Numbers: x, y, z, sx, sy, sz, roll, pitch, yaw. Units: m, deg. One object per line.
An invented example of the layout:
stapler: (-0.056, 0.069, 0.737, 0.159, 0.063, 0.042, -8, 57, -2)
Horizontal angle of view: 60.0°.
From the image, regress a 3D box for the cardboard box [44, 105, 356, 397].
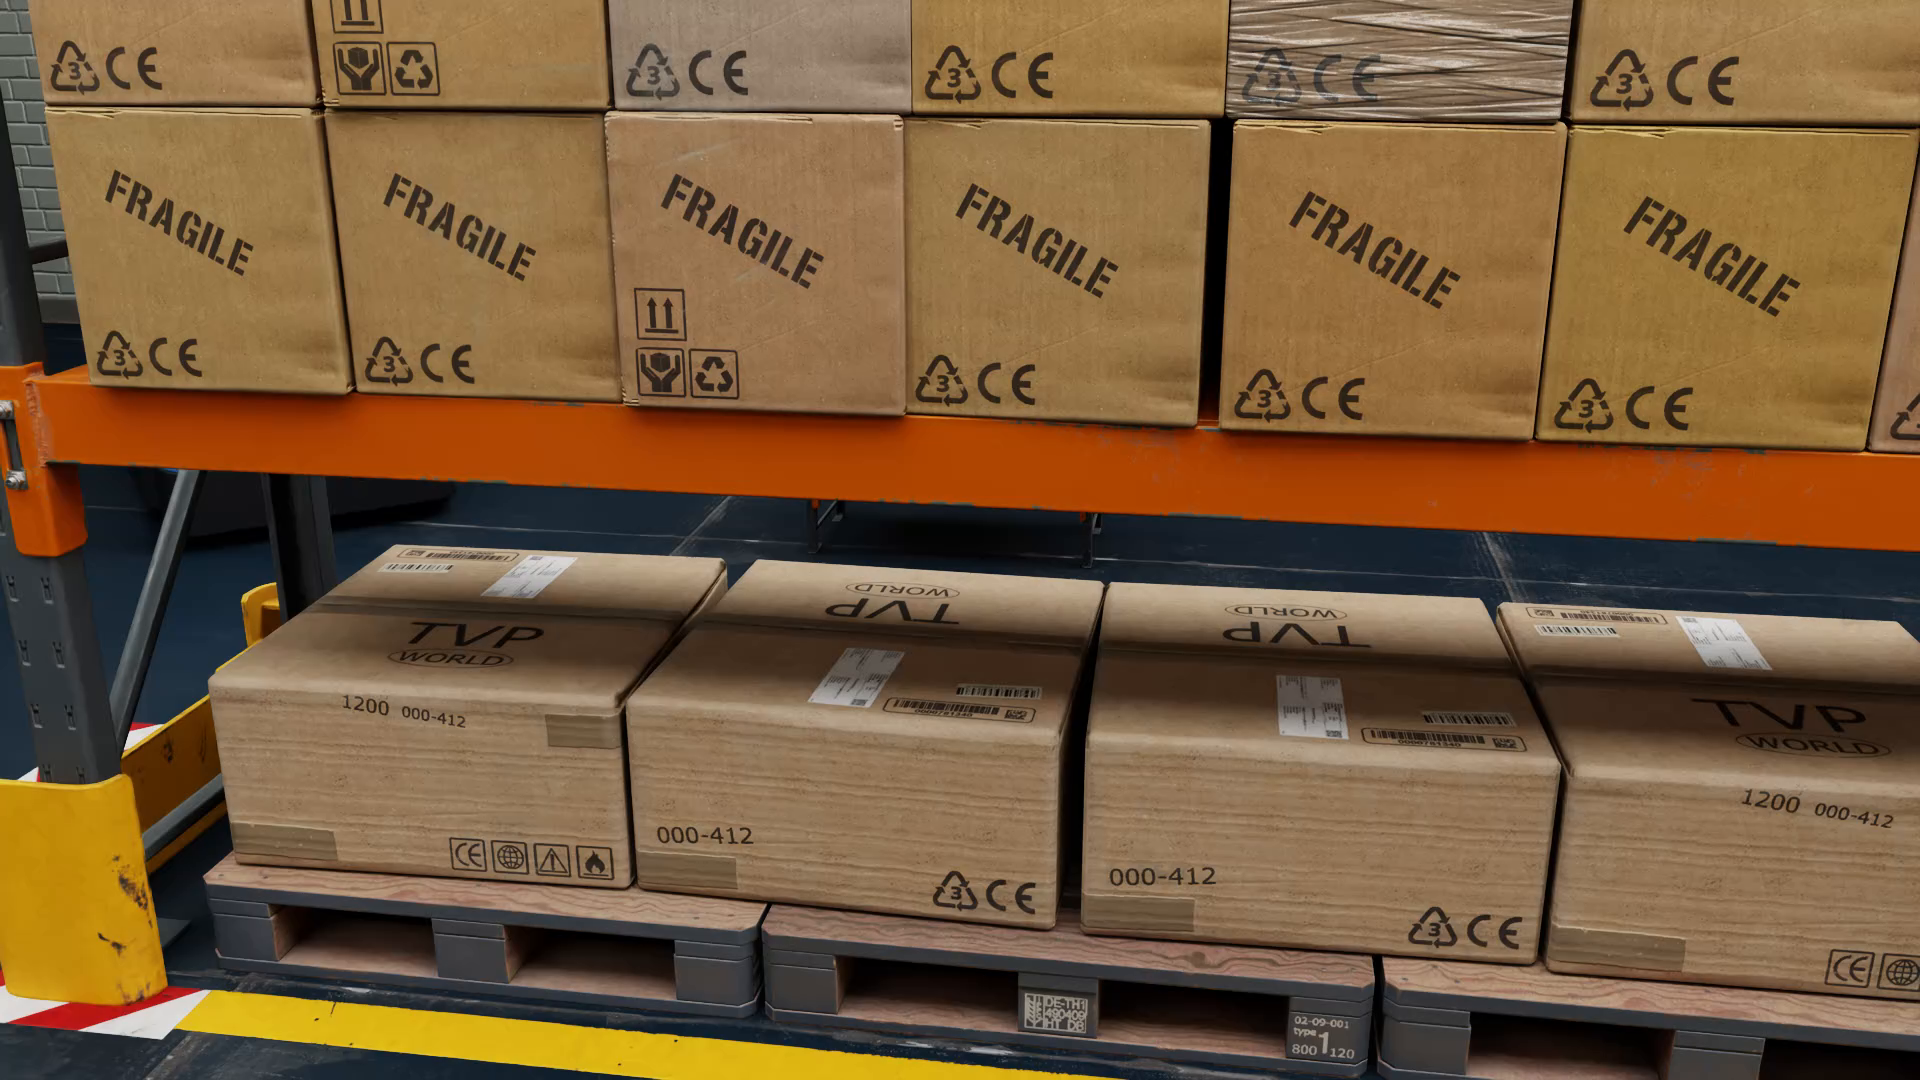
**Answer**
cardboard box: (-1.306, -0.581, 3.156, 0.500, 0.500, 0.500, 3, 19, 8)

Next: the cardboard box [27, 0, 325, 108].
cardboard box: (-1.306, -1.056, 2.999, 0.500, 0.500, 0.500, 3, 19, 7)

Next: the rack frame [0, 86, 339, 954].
rack frame: (-1.735, -0.648, 3.512, 0.127, 3.000, 1.000, 3, 19, 9)

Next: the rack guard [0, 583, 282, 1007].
rack guard: (-1.758, 0.536, 3.913, 0.348, 0.500, 1.175, 3, 19, 9)

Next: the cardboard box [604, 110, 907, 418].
cardboard box: (-0.303, -0.533, 3.012, 0.500, 0.500, 0.500, 3, 19, 8)

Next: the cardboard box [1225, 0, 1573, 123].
cardboard box: (0.701, -0.956, 2.700, 0.500, 0.500, 0.500, 3, 19, 9)

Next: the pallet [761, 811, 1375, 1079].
pallet: (0.268, 0.752, 3.722, 1.213, 0.211, 1.003, 3, 19, 9)

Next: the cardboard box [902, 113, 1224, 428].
cardboard box: (0.194, -0.513, 2.952, 0.500, 0.500, 0.500, 4, 19, 10)

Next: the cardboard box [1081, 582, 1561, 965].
cardboard box: (0.728, 0.459, 3.580, 0.875, 0.438, 0.875, 2, 19, 7)

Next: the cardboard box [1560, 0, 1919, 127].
cardboard box: (1.205, -0.934, 2.633, 0.500, 0.500, 0.500, 3, 19, 8)

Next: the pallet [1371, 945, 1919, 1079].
pallet: (1.476, 0.813, 3.541, 1.213, 0.211, 1.003, 3, 19, 9)

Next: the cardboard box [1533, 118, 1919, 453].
cardboard box: (1.207, -0.462, 2.798, 0.500, 0.500, 0.500, 2, 19, 7)

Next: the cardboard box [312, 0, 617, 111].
cardboard box: (-0.795, -1.032, 2.928, 0.500, 0.500, 0.500, 2, 19, 7)

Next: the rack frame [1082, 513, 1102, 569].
rack frame: (0.495, -0.508, 6.049, 0.032, 1.125, 0.500, 3, 19, 9)

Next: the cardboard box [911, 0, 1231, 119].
cardboard box: (0.208, -0.984, 2.784, 0.500, 0.500, 0.500, 3, 19, 9)

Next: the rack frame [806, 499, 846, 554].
rack frame: (-0.509, -0.559, 6.202, 0.032, 1.125, 0.500, 3, 19, 9)

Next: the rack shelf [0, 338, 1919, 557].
rack shelf: (0.240, -0.206, 3.326, 4.000, 0.370, 1.077, 3, 19, 9)

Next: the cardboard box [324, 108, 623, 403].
cardboard box: (-0.802, -0.565, 3.106, 0.500, 0.500, 0.500, 3, 19, 8)

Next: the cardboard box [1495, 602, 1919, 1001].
cardboard box: (1.612, 0.504, 3.446, 0.875, 0.438, 0.875, 3, 19, 8)

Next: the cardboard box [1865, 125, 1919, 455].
cardboard box: (1.716, -0.437, 2.725, 0.500, 0.500, 0.500, 3, 19, 9)

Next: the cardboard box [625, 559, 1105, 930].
cardboard box: (-0.162, 0.413, 3.717, 0.875, 0.438, 0.875, 3, 19, 10)

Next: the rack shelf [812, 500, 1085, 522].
rack shelf: (-0.007, -0.302, 6.203, 1.000, 0.278, 0.538, 3, 19, 9)

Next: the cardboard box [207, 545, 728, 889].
cardboard box: (-1.067, 0.370, 3.847, 0.875, 0.438, 0.875, 2, 19, 7)

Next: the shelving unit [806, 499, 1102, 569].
shelving unit: (-0.007, -0.534, 6.126, 1.048, 1.125, 0.538, 3, 19, 9)

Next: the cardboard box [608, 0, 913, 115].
cardboard box: (-0.285, -1.009, 2.858, 0.500, 0.500, 0.500, 3, 19, 8)

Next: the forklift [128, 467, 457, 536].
forklift: (-3.211, -1.818, 7.118, 1.130, 2.935, 3.031, -11, 21, -30)

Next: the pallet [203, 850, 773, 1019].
pallet: (-0.933, 0.690, 3.908, 1.213, 0.211, 1.003, 3, 19, 9)

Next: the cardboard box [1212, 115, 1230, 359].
cardboard box: (0.298, -0.679, 3.449, 0.500, 0.500, 0.500, 3, 19, 10)

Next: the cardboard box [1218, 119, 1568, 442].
cardboard box: (0.709, -0.482, 2.859, 0.500, 0.500, 0.500, 3, 19, 8)
